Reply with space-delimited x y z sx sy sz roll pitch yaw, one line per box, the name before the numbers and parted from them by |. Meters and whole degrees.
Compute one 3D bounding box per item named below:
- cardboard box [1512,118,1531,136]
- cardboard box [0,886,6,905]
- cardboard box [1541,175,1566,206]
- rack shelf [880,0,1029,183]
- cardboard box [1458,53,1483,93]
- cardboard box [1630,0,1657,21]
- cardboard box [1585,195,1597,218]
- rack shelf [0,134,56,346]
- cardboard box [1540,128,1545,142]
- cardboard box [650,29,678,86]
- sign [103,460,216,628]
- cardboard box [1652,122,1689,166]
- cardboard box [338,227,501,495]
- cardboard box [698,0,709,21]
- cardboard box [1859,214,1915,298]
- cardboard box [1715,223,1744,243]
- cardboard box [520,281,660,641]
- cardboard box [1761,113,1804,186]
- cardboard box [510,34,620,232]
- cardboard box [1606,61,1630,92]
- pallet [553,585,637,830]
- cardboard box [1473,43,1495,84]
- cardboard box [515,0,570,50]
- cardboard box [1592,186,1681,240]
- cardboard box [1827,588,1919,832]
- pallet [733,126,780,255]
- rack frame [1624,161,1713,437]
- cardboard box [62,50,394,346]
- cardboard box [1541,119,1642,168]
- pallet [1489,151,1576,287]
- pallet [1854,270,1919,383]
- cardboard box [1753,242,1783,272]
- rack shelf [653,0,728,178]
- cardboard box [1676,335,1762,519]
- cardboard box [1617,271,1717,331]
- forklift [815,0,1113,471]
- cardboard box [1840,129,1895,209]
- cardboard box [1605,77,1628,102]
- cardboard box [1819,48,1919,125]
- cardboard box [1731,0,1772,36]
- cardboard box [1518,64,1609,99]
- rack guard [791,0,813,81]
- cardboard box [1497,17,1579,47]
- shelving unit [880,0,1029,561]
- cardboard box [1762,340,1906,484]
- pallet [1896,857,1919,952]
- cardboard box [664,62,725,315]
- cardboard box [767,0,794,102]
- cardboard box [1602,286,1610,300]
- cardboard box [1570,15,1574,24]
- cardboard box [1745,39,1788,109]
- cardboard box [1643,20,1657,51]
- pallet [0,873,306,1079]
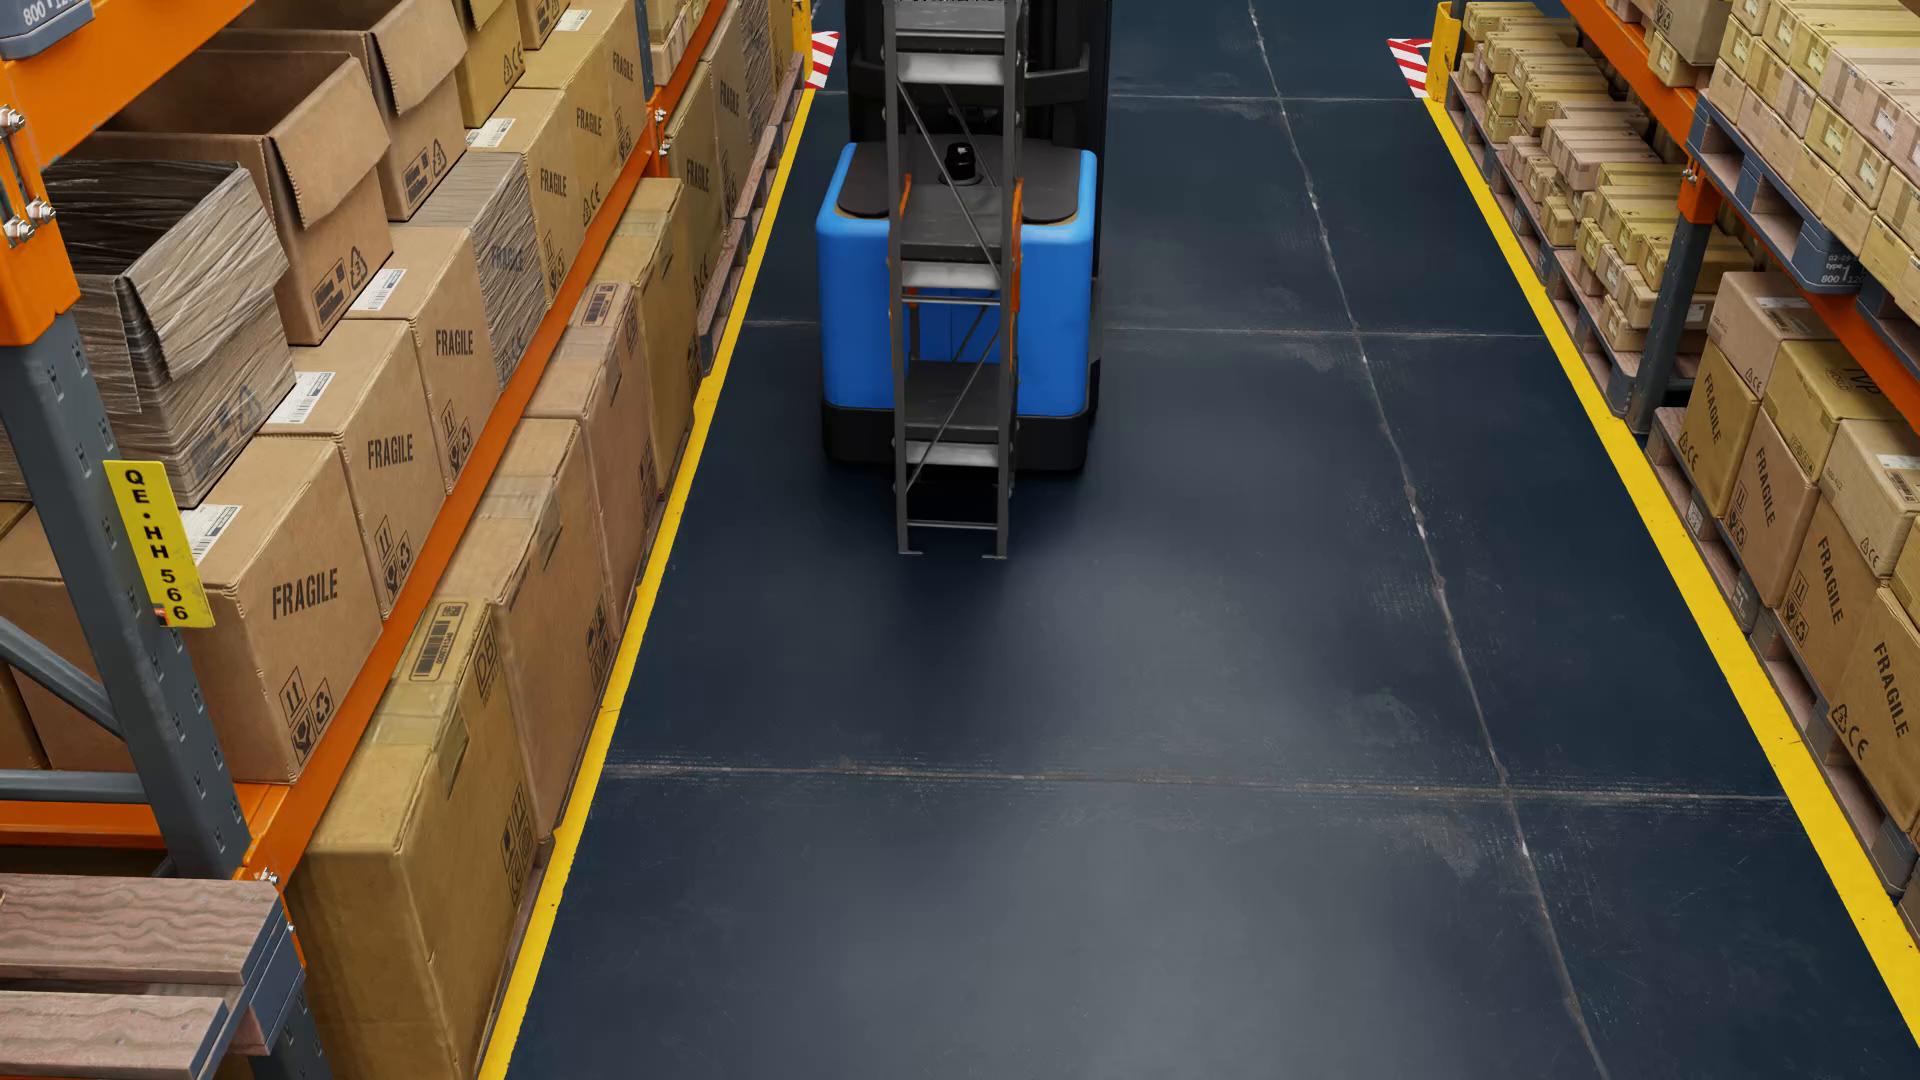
cardboard box | 3.129 -2.102 8.746 0.380 0.149 0.250 1 35 2
cardboard box | -1.819 0.544 2.415 0.500 0.500 0.500 -3 35 -4
cardboard box | 3.070 -1.662 8.120 0.380 0.149 0.250 2 35 3
rack shelf | -0.009 -1.498 5.361 0.431 0.518 0.480 3 35 4
cardboard box | 3.095 -2.690 9.583 0.380 0.149 0.250 2 35 3
cardboard box | 3.035 -2.426 6.747 0.500 0.500 0.500 0 35 1
cardboard box | 3.070 -1.448 7.556 0.380 0.149 0.250 2 35 2
rack shelf | -1.917 0.661 0.717 1.077 0.370 4.000 1 35 2
cardboard box | 3.166 -2.055 8.421 0.380 0.149 0.250 3 35 4
cardboard box | -1.332 -1.912 6.581 0.380 0.149 0.250 1 35 2
sign | -1.294 0.011 2.687 0.100 0.325 0.005 1 35 2
cardboard box | 3.536 -1.879 7.911 0.380 0.149 0.250 0 35 0
cardboard box | -1.510 -0.459 4.208 0.500 0.500 0.500 1 35 1
cardboard box | -1.303 -2.366 7.226 0.380 0.149 0.250 0 35 1
cardboard box | 2.753 -0.783 4.609 0.380 0.149 0.250 1 35 1
cardboard box | 3.504 -1.297 7.342 0.380 0.149 0.250 1 35 2
cardboard box | -1.717 -0.274 5.514 1.225 0.875 0.875 0 35 0
cardboard box | 2.781 -1.231 5.246 0.380 0.149 0.250 2 35 2
cardboard box | -1.449 -1.335 5.453 0.500 0.500 0.500 2 35 3
cardboard box | 3.643 -2.475 8.760 0.380 0.149 0.250 0 35 0
pallet | -1.678 0.436 5.446 1.003 0.211 1.213 1 35 2
cardboard box | 3.091 -2.654 9.274 0.380 0.149 0.250 1 35 2
cardboard box | -1.694 -1.937 5.438 0.797 0.503 0.637 0 35 1
cardboard box | 3.003 -1.430 7.273 0.380 0.149 0.250 1 35 1
cardboard box | 2.910 0.482 4.764 0.500 0.500 0.500 0 35 0
pallet | -1.521 -1.850 8.699 1.003 0.211 1.213 1 35 2
rack frame | 3.276 -1.680 6.032 1.000 3.000 0.127 1 35 2
cardboard box | -1.763 -0.800 3.820 0.797 0.503 0.637 2 35 3
cardboard box | 3.009 -1.891 7.928 0.380 0.149 0.250 0 35 0
pallet | 3.313 -1.629 8.384 1.003 0.211 1.213 1 35 2
pallet | 3.153 -0.442 4.437 1.003 0.211 1.213 1 35 2
cardboard box | 3.496 -1.122 6.835 0.380 0.149 0.250 3 35 4
rack shelf | -1.596 -2.708 8.120 1.077 0.370 4.000 1 35 2
cardboard box | 2.981 -0.411 6.035 0.500 0.500 0.500 3 35 4
cardboard box | 2.971 -0.996 6.913 0.380 0.149 0.250 2 35 3
forklift | 0.097 -2.298 6.971 1.130 2.935 3.031 3 35 4
cardboard box | 2.763 -1.054 4.735 0.380 0.149 0.250 3 35 4
cardboard box | 3.567 -2.345 8.833 0.380 0.149 0.250 1 35 1
cardboard box | 2.770 -1.326 4.864 0.380 0.149 0.250 1 35 1
cardboard box | 2.800 -1.777 5.506 0.380 0.149 0.250 3 35 4
cardboard box | 3.099 -2.328 8.550 0.380 0.149 0.250 3 35 4
rack guard | -1.515 -3.142 10.286 1.175 0.500 0.348 1 35 2
cardboard box | 3.185 -2.773 9.183 0.380 0.149 0.250 2 35 3
shelving unit | -0.008 -0.936 5.755 0.431 2.100 0.503 3 35 4
cardboard box | 2.963 -0.412 5.384 0.500 0.250 0.500 2 35 3
pallet | 3.148 1.310 4.203 1.003 0.211 1.213 1 35 2
cardboard box | -1.570 -1.533 7.305 0.875 0.875 0.875 1 35 2
cardboard box | -1.461 -3.084 9.512 0.875 0.875 0.875 1 35 2
cardboard box | 3.045 -1.066 7.272 0.380 0.149 0.250 2 35 3
cardboard box | 3.668 -2.917 9.389 0.380 0.149 0.250 2 35 2
cardboard box | 2.792 -1.506 5.379 0.380 0.149 0.250 1 35 1
cardboard box | 3.025 -2.050 6.776 0.380 0.149 0.250 3 35 4
pallet | -1.759 0.936 2.477 1.213 0.211 1.003 1 35 2
